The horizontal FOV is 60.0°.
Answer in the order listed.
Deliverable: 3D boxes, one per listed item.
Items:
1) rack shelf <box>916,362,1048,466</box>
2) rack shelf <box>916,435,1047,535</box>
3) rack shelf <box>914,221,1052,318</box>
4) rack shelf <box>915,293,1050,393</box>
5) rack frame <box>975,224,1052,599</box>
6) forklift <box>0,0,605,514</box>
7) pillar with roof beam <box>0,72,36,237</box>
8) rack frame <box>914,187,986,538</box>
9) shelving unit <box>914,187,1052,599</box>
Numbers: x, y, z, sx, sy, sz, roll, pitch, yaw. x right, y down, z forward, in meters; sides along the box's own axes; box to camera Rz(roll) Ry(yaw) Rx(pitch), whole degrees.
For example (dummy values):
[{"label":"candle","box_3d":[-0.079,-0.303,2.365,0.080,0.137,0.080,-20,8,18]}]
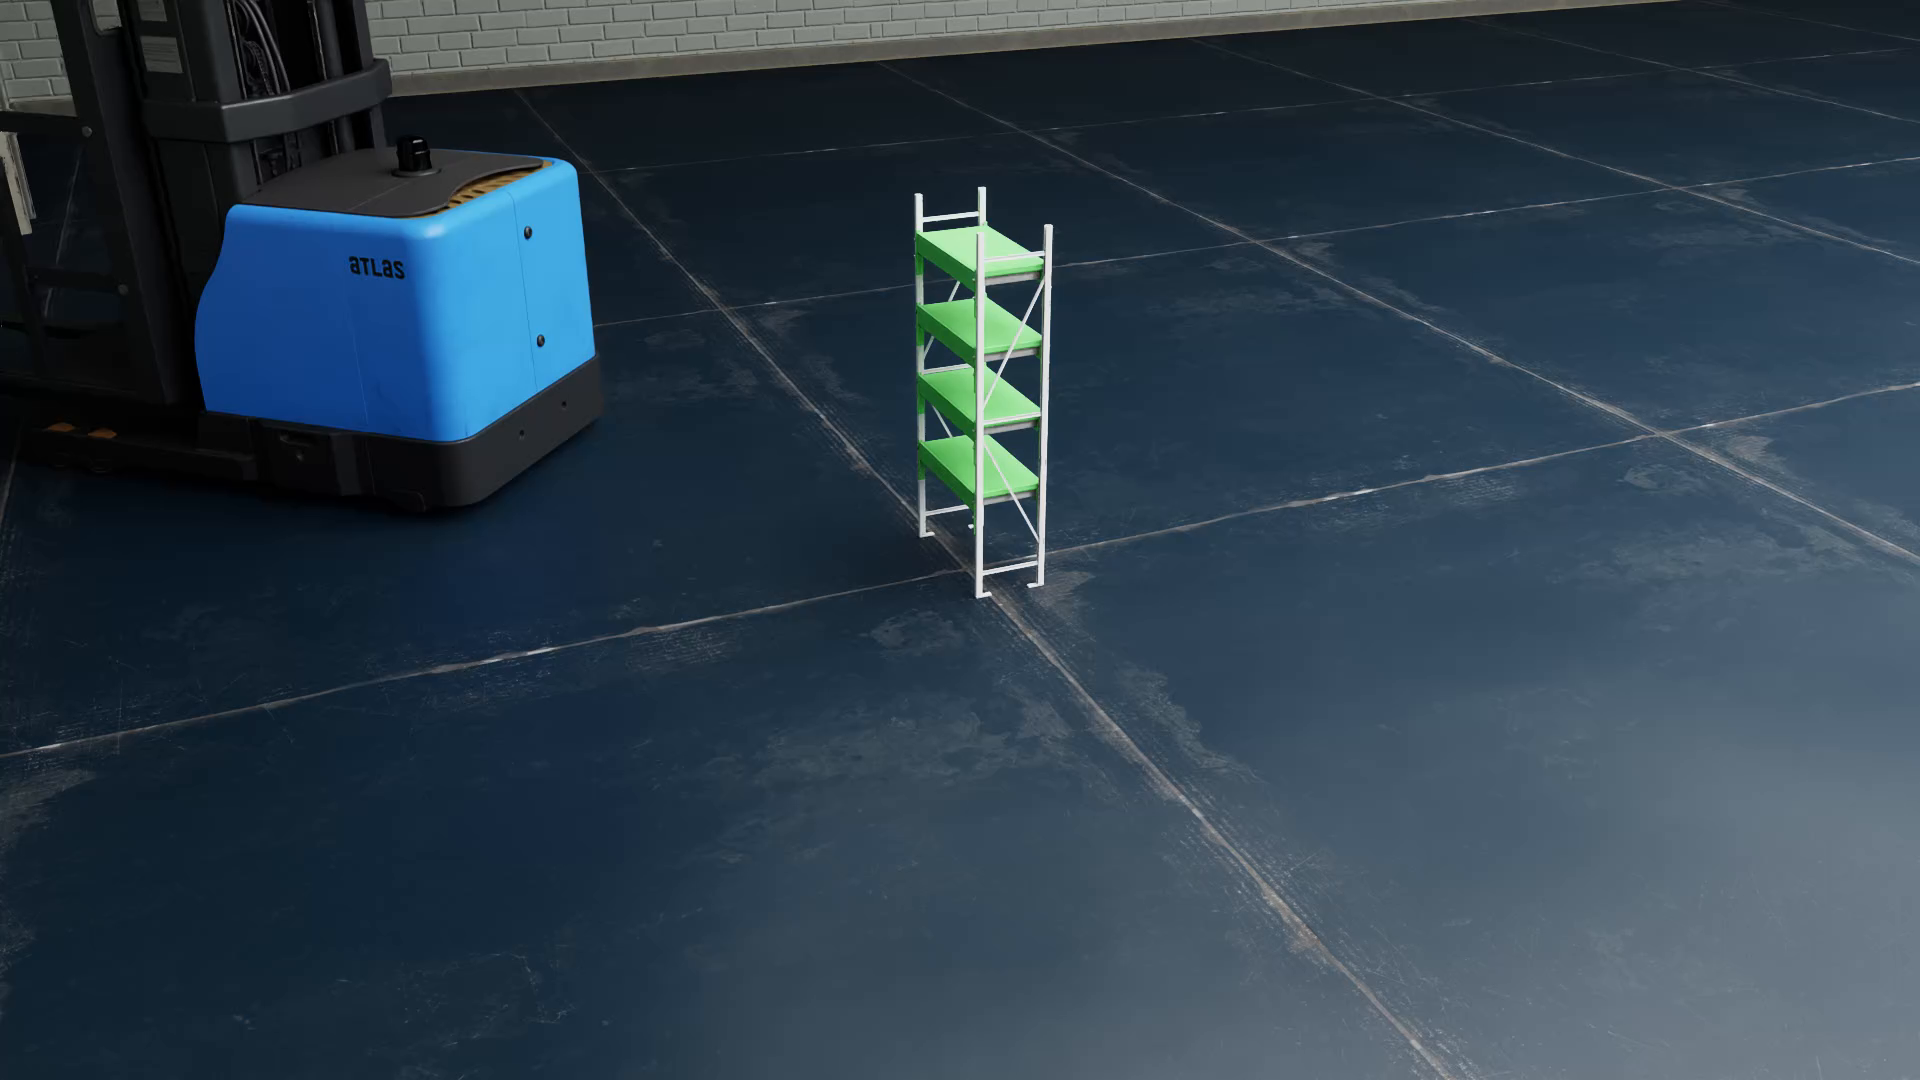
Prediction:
[{"label":"rack shelf","box_3d":[0.065,-0.415,5.378,0.258,0.148,0.480,-11,28,-21]},{"label":"rack shelf","box_3d":[0.065,-0.199,5.483,0.258,0.148,0.480,-11,28,-21]},{"label":"rack shelf","box_3d":[0.065,-0.846,5.167,0.258,0.148,0.480,-11,28,-21]},{"label":"rack shelf","box_3d":[0.065,-0.631,5.273,0.258,0.148,0.480,-11,28,-21]},{"label":"rack frame","box_3d":[0.160,-0.374,5.148,0.240,1.200,0.015,-11,28,-21]},{"label":"forklift","box_3d":[-2.993,-1.778,6.052,3.031,2.935,1.130,8,27,16]},{"label":"pillar with roof beam","box_3d":[-1.416,-6.539,8.886,9.100,9.000,0.400,-11,28,-21]},{"label":"rack frame","box_3d":[-0.031,-0.571,5.552,0.240,1.200,0.015,-11,28,-21]},{"label":"shelving unit","box_3d":[0.065,-0.472,5.350,0.258,1.200,0.503,-11,28,-21]}]
